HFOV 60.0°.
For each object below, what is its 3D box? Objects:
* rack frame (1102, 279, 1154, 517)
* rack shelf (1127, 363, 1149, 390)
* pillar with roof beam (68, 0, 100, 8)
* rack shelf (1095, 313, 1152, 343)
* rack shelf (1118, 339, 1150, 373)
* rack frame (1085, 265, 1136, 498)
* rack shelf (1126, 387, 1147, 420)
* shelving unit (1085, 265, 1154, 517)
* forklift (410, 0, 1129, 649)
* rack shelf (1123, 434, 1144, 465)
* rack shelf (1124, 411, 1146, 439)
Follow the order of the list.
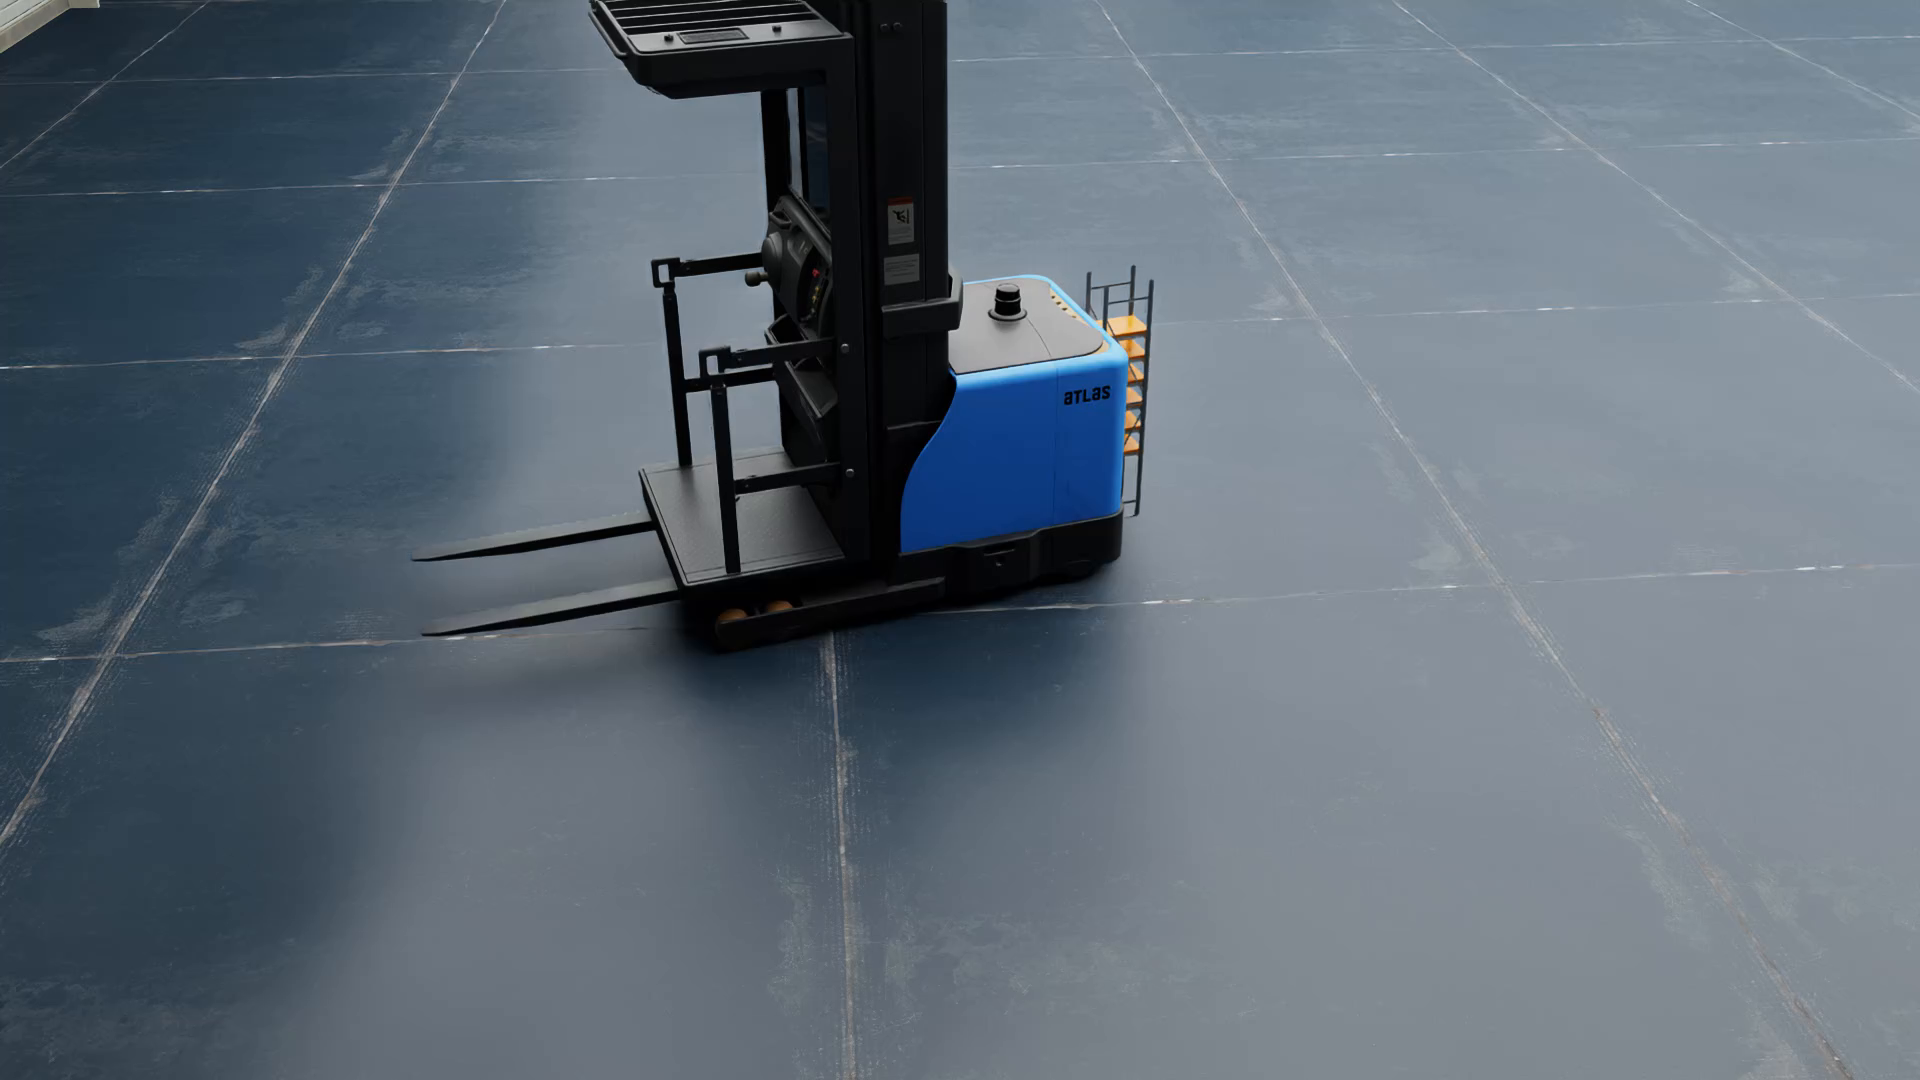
[{"bbox_3d":[0.743,-0.613,7.606,0.240,1.200,0.006,-11,33,-18],"label":"rack frame"},{"bbox_3d":[0.710,-0.721,7.640,0.258,0.103,0.180,-11,33,-18],"label":"rack shelf"},{"bbox_3d":[-4.545,-9.512,14.900,9.100,9.000,0.400,-3,31,-5],"label":"pillar with roof beam"},{"bbox_3d":[0.710,-0.927,7.517,0.258,0.103,0.180,-11,33,-18],"label":"rack shelf"},{"bbox_3d":[0.710,-0.824,7.579,0.258,0.103,0.180,-11,33,-18],"label":"rack shelf"},{"bbox_3d":[0.678,-0.700,7.752,0.240,1.200,0.006,-11,33,-18],"label":"rack frame"},{"bbox_3d":[0.710,-0.618,7.702,0.258,0.103,0.180,-11,33,-18],"label":"rack shelf"},{"bbox_3d":[0.710,-0.657,7.679,0.258,1.200,0.189,-11,33,-18],"label":"shelving unit"},{"bbox_3d":[-0.846,-1.106,6.743,3.031,2.935,1.130,-10,32,-17],"label":"forklift"},{"bbox_3d":[0.710,-0.412,7.825,0.258,0.103,0.180,-11,33,-18],"label":"rack shelf"},{"bbox_3d":[0.710,-0.515,7.763,0.258,0.103,0.180,-11,33,-18],"label":"rack shelf"}]
